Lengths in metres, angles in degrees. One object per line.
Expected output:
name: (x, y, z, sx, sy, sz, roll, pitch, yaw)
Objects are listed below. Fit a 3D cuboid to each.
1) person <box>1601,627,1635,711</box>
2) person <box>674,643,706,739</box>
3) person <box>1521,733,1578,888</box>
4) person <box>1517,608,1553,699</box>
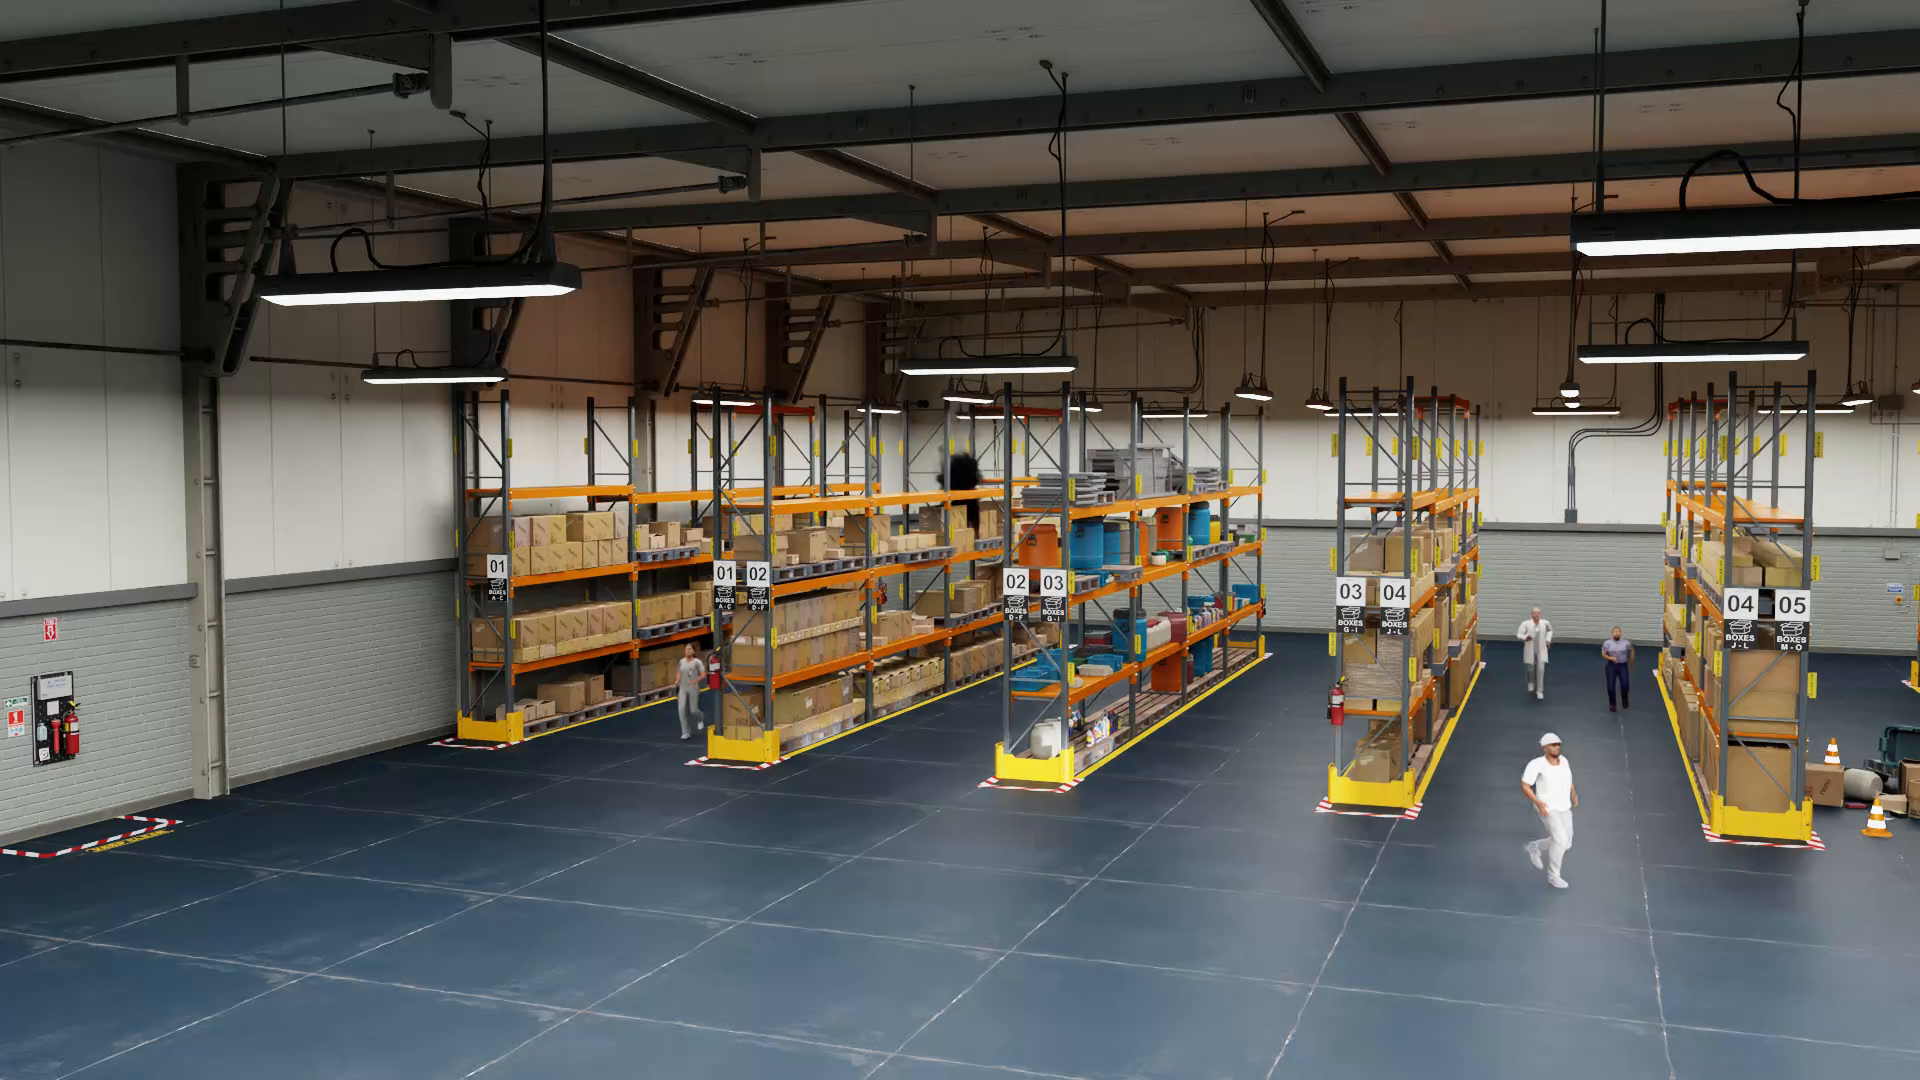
person: (12.498, 2.456, 31.578, 0.610, 1.610, 0.595, 1, 3, 17)
person: (-4.686, 2.597, 28.826, 0.571, 1.628, 0.752, 1, 3, 13)
person: (6.805, 3.088, 19.165, 0.693, 1.742, 0.612, -2, 4, -26)
person: (11.561, 2.247, 33.421, 0.705, 1.777, 1.050, 1, 3, 12)
